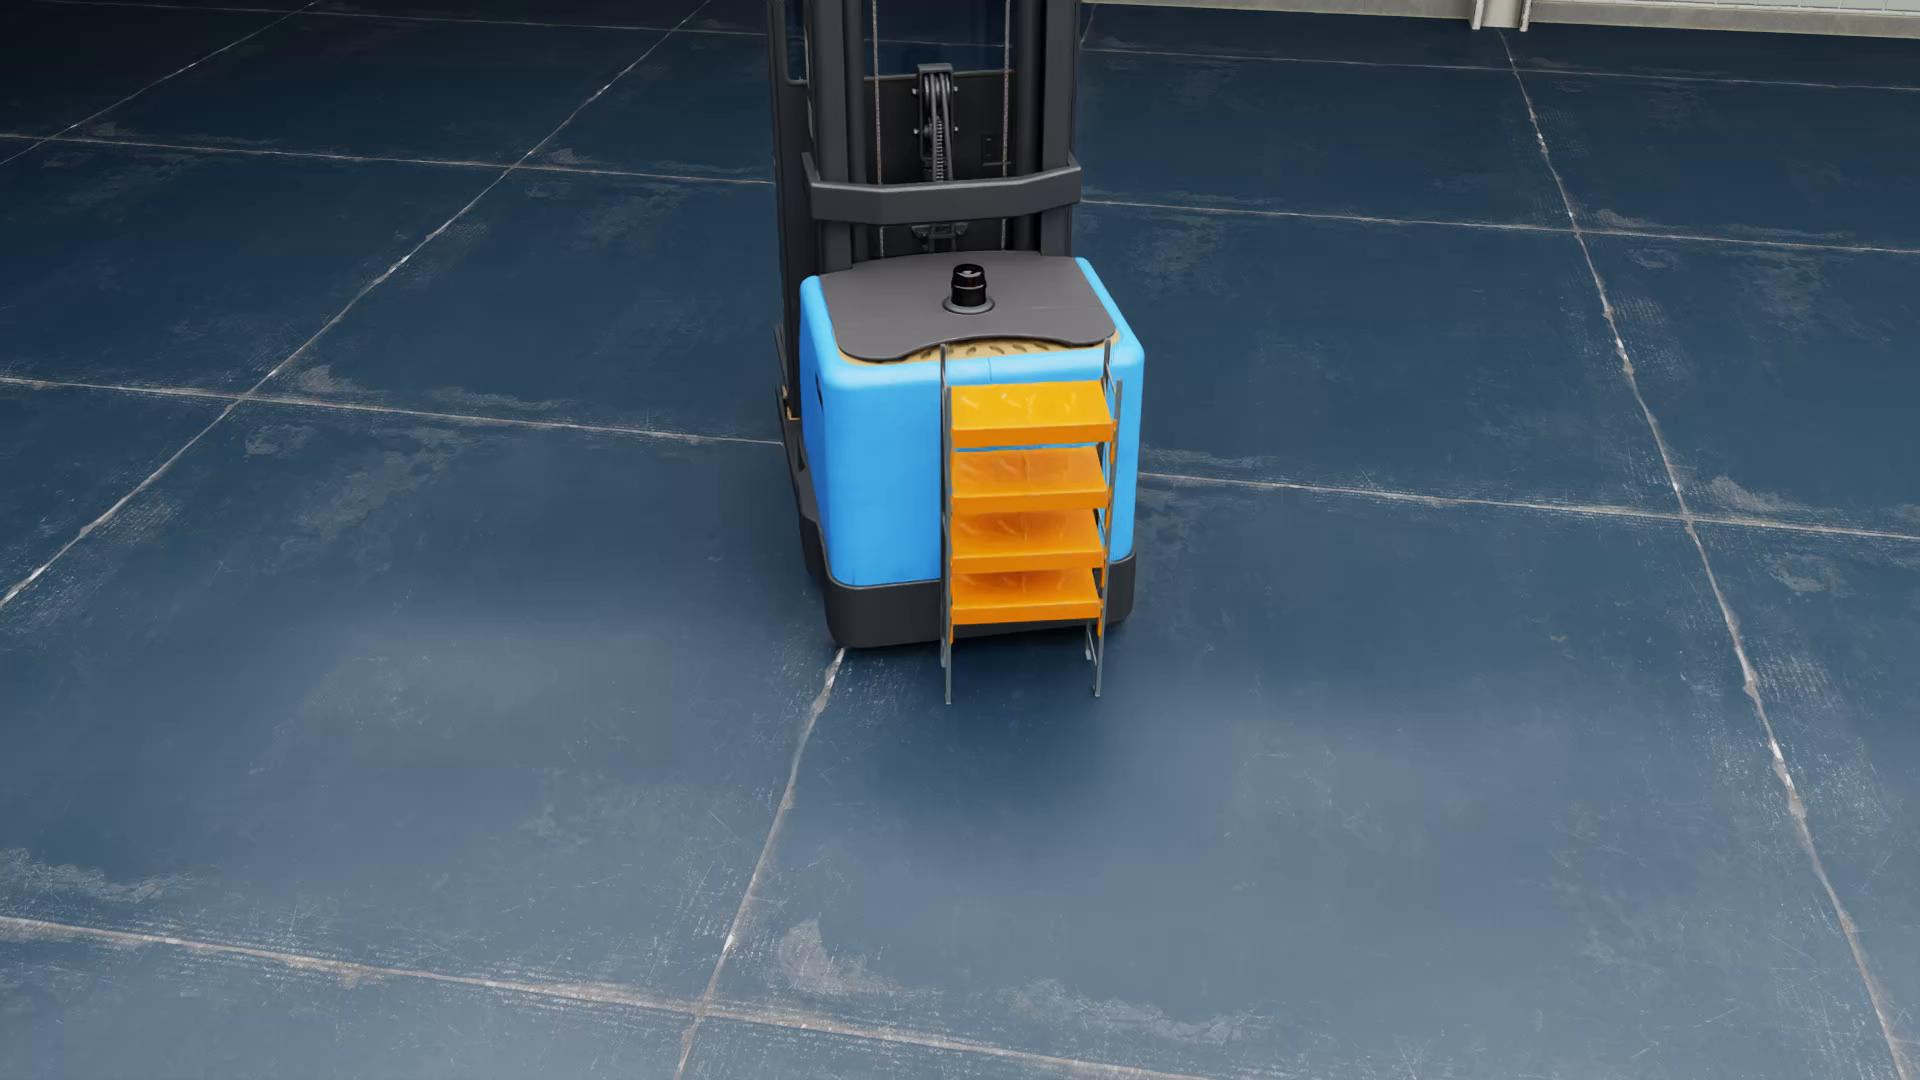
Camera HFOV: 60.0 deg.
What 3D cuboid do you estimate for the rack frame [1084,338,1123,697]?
[{"bbox_3d":[0.442,-0.041,5.168,0.015,1.200,0.240,-3,36,-4],"label":"rack frame"}]

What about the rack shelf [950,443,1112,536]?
[{"bbox_3d":[0.200,-0.156,5.057,0.480,0.148,0.258,-3,36,-4],"label":"rack shelf"}]

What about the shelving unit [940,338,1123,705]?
[{"bbox_3d":[0.199,-0.030,5.150,0.503,1.200,0.258,-3,36,-4],"label":"shelving unit"}]

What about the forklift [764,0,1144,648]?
[{"bbox_3d":[-0.170,-1.651,6.126,1.130,2.935,3.031,-5,32,-9],"label":"forklift"}]

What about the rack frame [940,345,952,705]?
[{"bbox_3d":[-0.044,-0.019,5.132,0.015,1.200,0.240,-3,36,-4],"label":"rack frame"}]

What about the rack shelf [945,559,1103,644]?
[{"bbox_3d":[0.197,0.184,5.307,0.480,0.148,0.258,-3,36,-4],"label":"rack shelf"}]

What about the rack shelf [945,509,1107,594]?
[{"bbox_3d":[0.198,0.024,5.190,0.480,0.148,0.258,-3,36,-4],"label":"rack shelf"}]

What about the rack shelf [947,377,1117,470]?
[{"bbox_3d":[0.201,-0.346,4.917,0.480,0.148,0.258,-3,36,-4],"label":"rack shelf"}]

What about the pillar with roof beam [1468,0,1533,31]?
[{"bbox_3d":[3.277,-5.400,6.396,0.400,9.000,9.100,5,32,8],"label":"pillar with roof beam"}]
